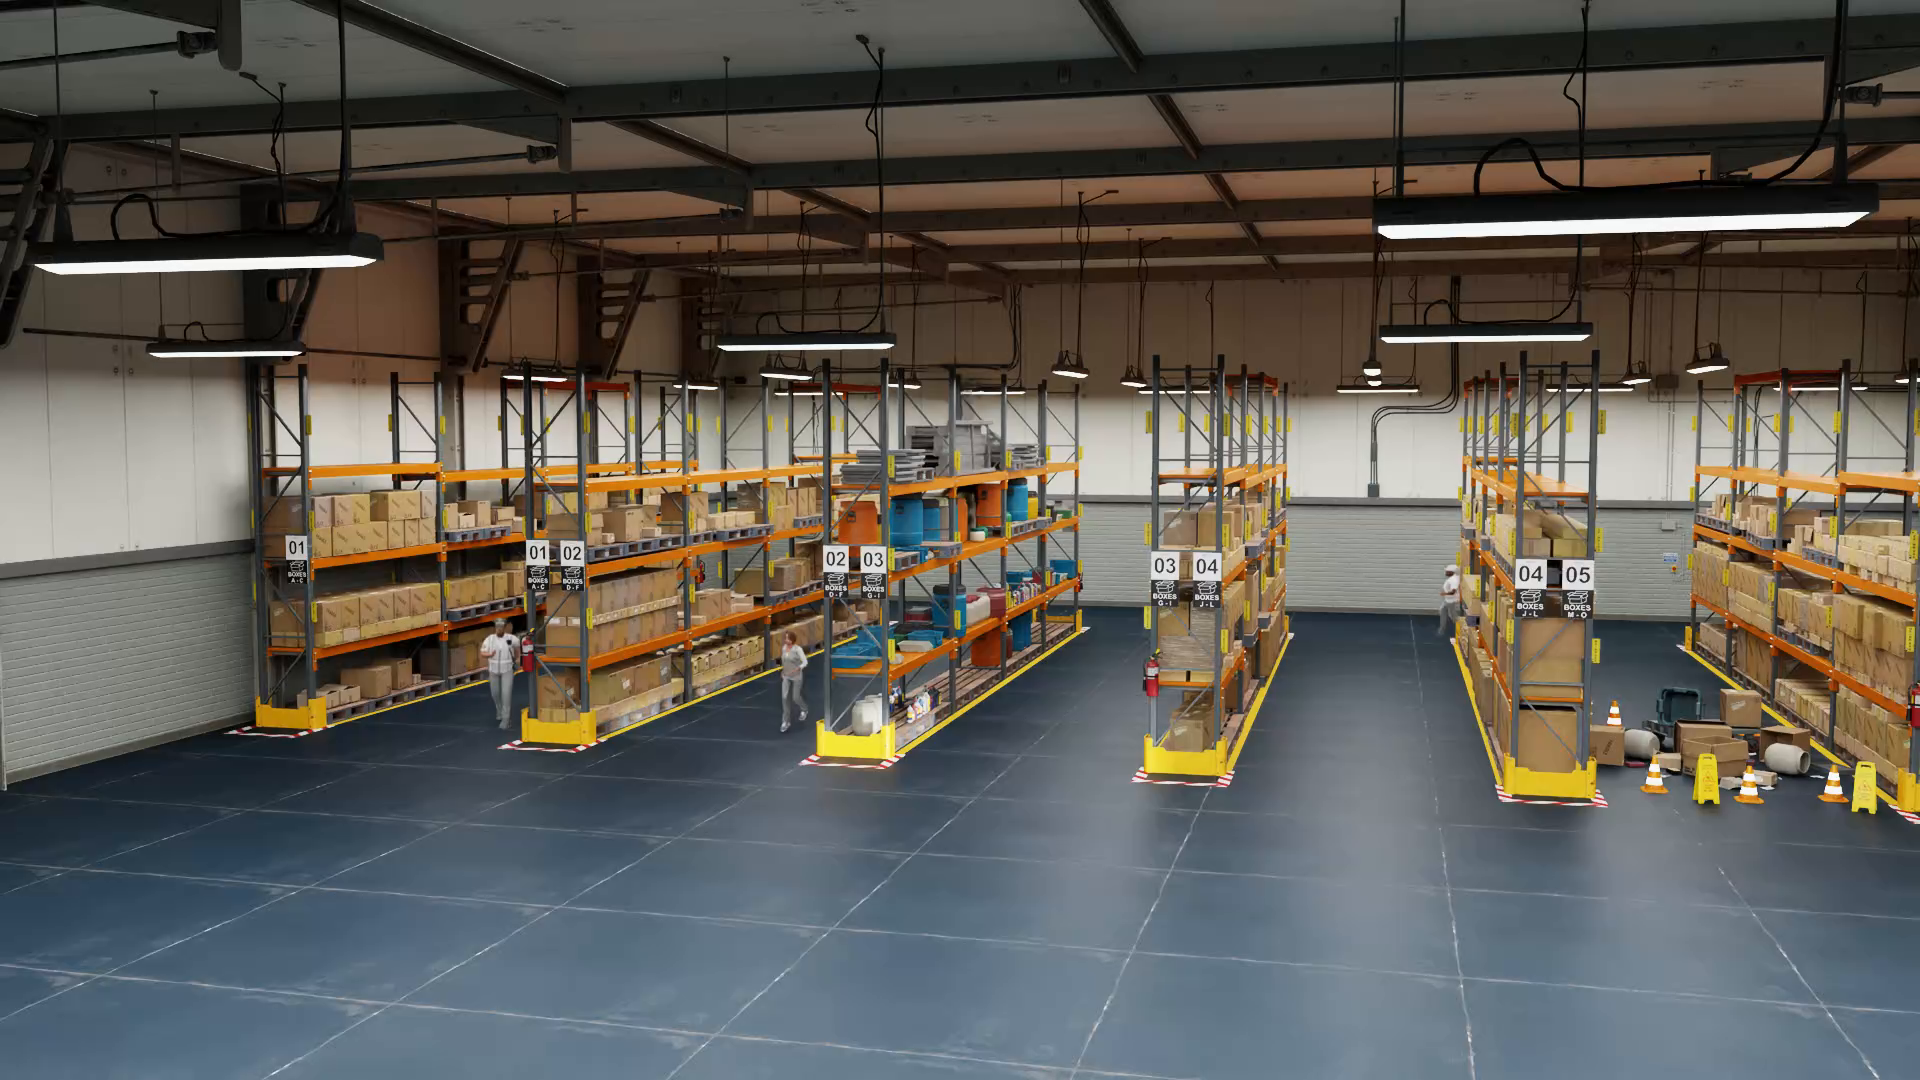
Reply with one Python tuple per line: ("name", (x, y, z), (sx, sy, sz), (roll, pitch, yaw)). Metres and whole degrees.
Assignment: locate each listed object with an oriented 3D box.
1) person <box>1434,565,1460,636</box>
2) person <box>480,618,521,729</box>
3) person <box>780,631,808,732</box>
("person", (11.639, 1.466, 39.271), (0.795, 1.786, 0.750), (1, 4, 7))
("person", (-7.651, 2.181, 27.742), (0.657, 1.785, 0.968), (0, 4, -6))
("person", (-2.725, 2.308, 27.483), (0.535, 1.622, 0.766), (2, 4, 24))
